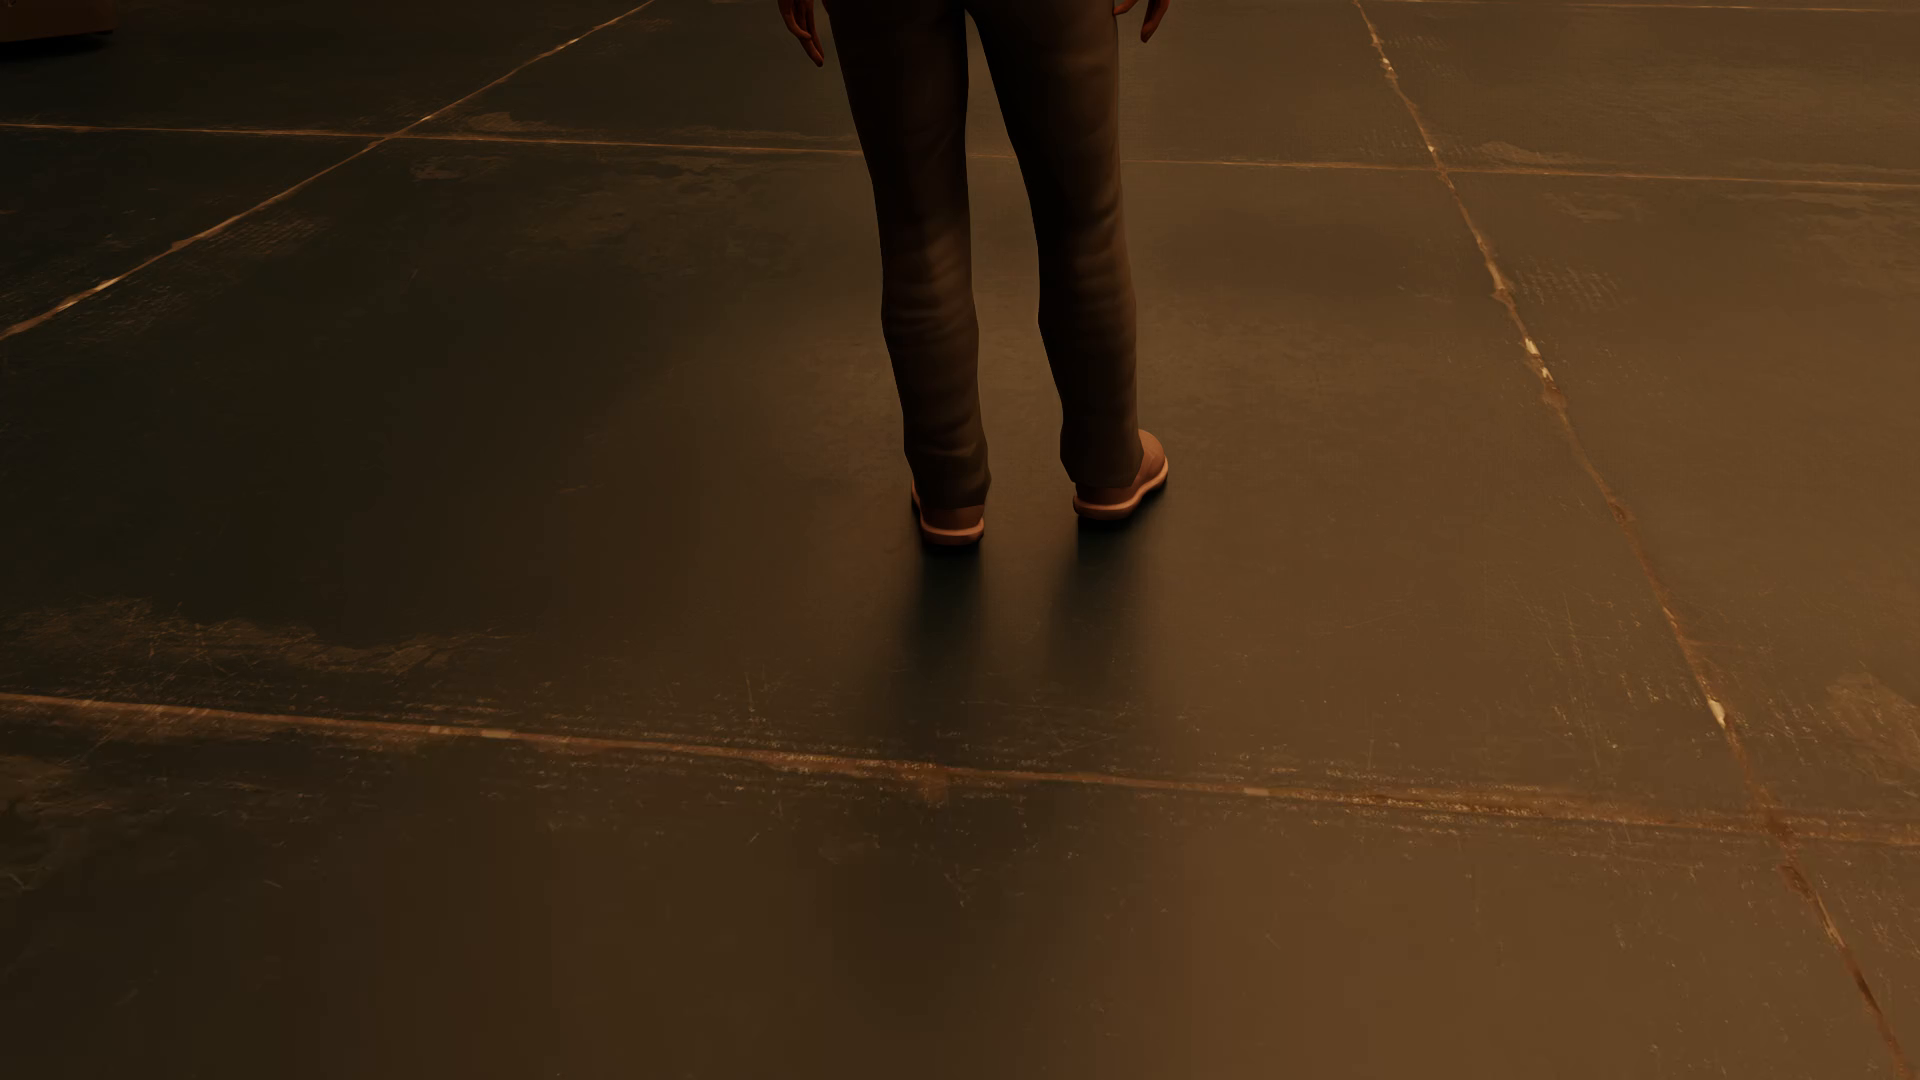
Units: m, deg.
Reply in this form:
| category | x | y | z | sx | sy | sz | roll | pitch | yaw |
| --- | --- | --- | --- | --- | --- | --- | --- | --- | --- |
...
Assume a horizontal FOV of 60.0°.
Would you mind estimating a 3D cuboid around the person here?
| category | x | y | z | sx | sy | sz | roll | pitch | yaw |
| --- | --- | --- | --- | --- | --- | --- | --- | --- | --- |
| person | 0.032 | -0.784 | 2.203 | 0.569 | 1.654 | 0.504 | 3 | 27 | 7 |

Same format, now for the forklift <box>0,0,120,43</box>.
| category | x | y | z | sx | sy | sz | roll | pitch | yaw |
| --- | --- | --- | --- | --- | --- | --- | --- | --- | --- |
| forklift | -4.472 | -3.449 | 6.130 | 1.130 | 2.935 | 3.031 | -23 | 35 | -38 |
